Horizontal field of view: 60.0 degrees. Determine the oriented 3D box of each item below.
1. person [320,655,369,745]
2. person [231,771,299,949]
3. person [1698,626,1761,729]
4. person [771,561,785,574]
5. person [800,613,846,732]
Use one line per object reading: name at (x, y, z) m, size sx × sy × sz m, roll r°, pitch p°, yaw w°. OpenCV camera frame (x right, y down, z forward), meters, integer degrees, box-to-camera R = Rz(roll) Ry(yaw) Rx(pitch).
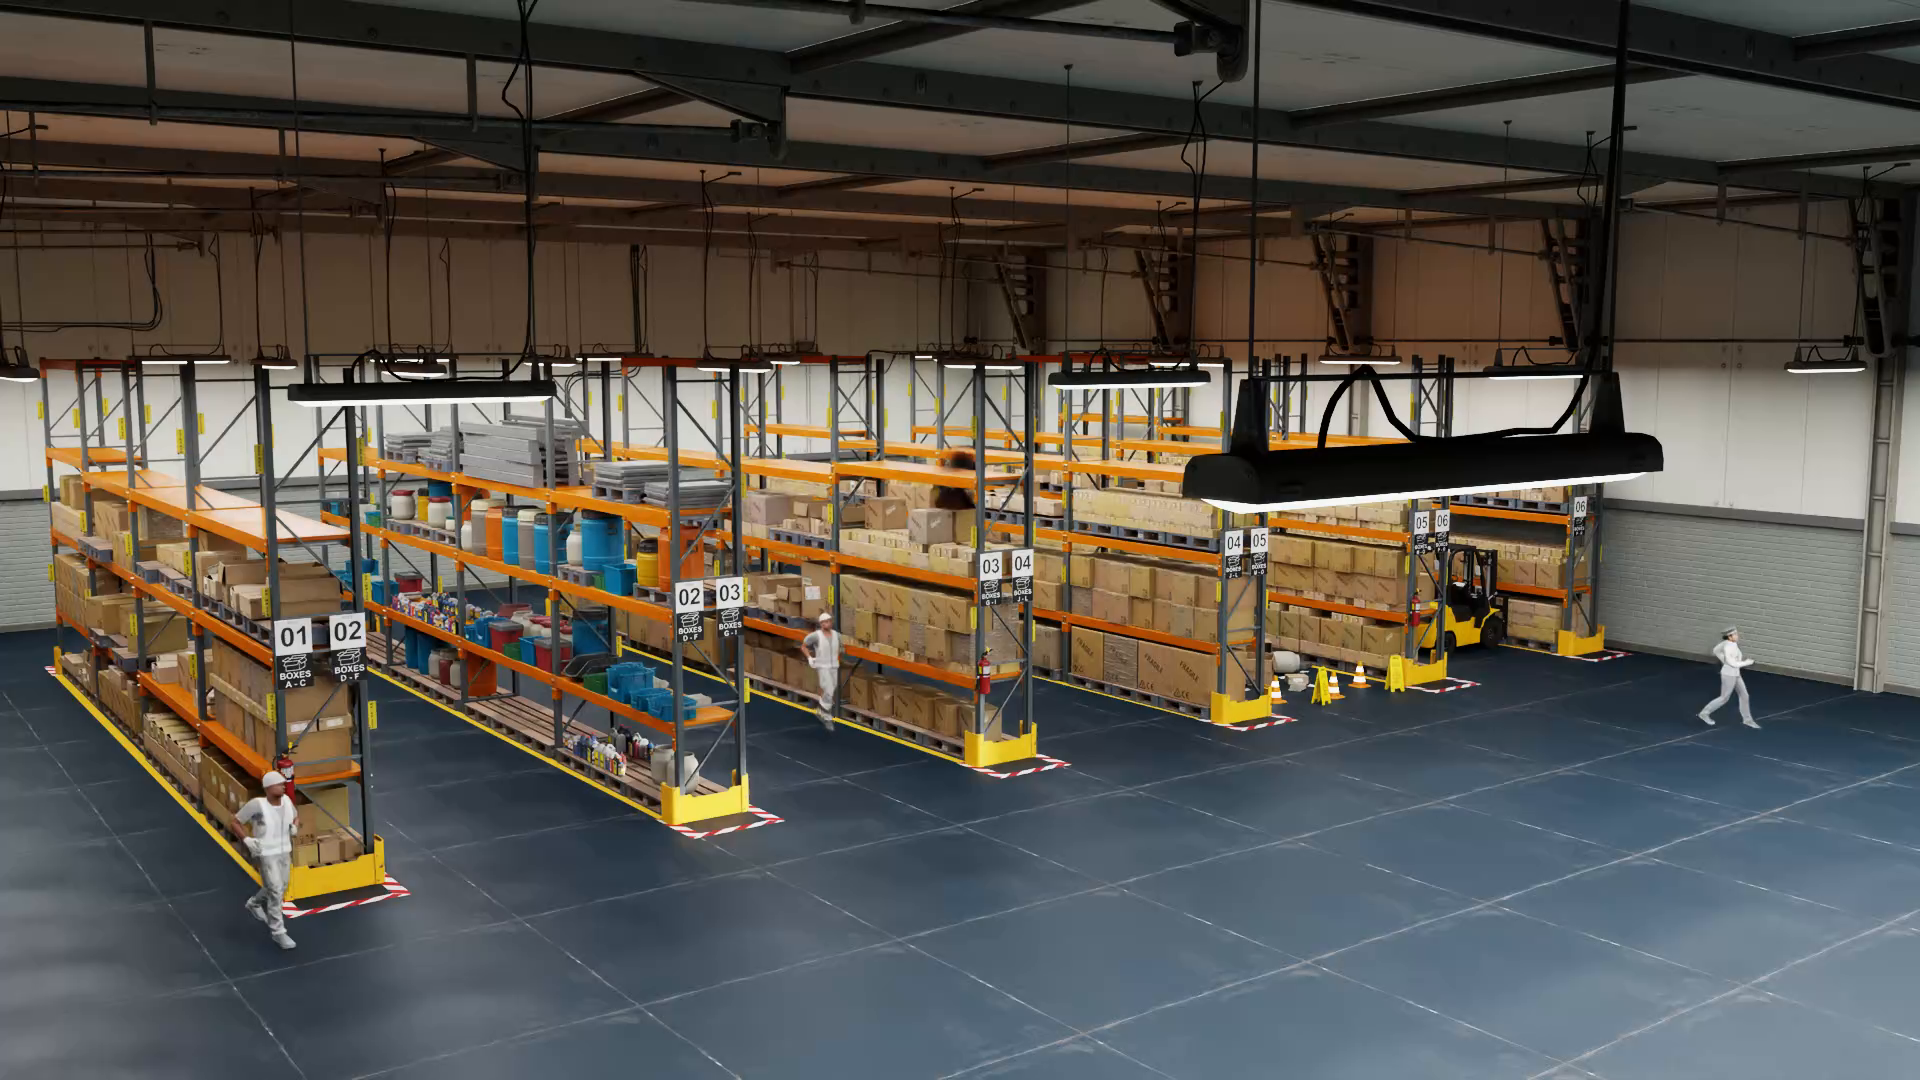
person at (-9.782, 2.291, 26.529) m, size 0.674 × 1.805 × 1.202 m, roll -6°, pitch 9°, yaw -43°
person at (-7.304, 3.338, 17.731) m, size 0.984 × 1.766 × 0.703 m, roll 3°, pitch 7°, yaw 23°
person at (12.613, 2.229, 27.167) m, size 0.939 × 1.692 × 0.623 m, roll 4°, pitch 8°, yaw 28°
person at (-4.556, 0.512, 42.070) m, size 0.502 × 1.599 × 0.712 m, roll 1°, pitch 7°, yaw 7°
person at (-2.092, 2.062, 26.156) m, size 0.631 × 1.842 × 0.734 m, roll -5°, pitch 9°, yaw -39°
